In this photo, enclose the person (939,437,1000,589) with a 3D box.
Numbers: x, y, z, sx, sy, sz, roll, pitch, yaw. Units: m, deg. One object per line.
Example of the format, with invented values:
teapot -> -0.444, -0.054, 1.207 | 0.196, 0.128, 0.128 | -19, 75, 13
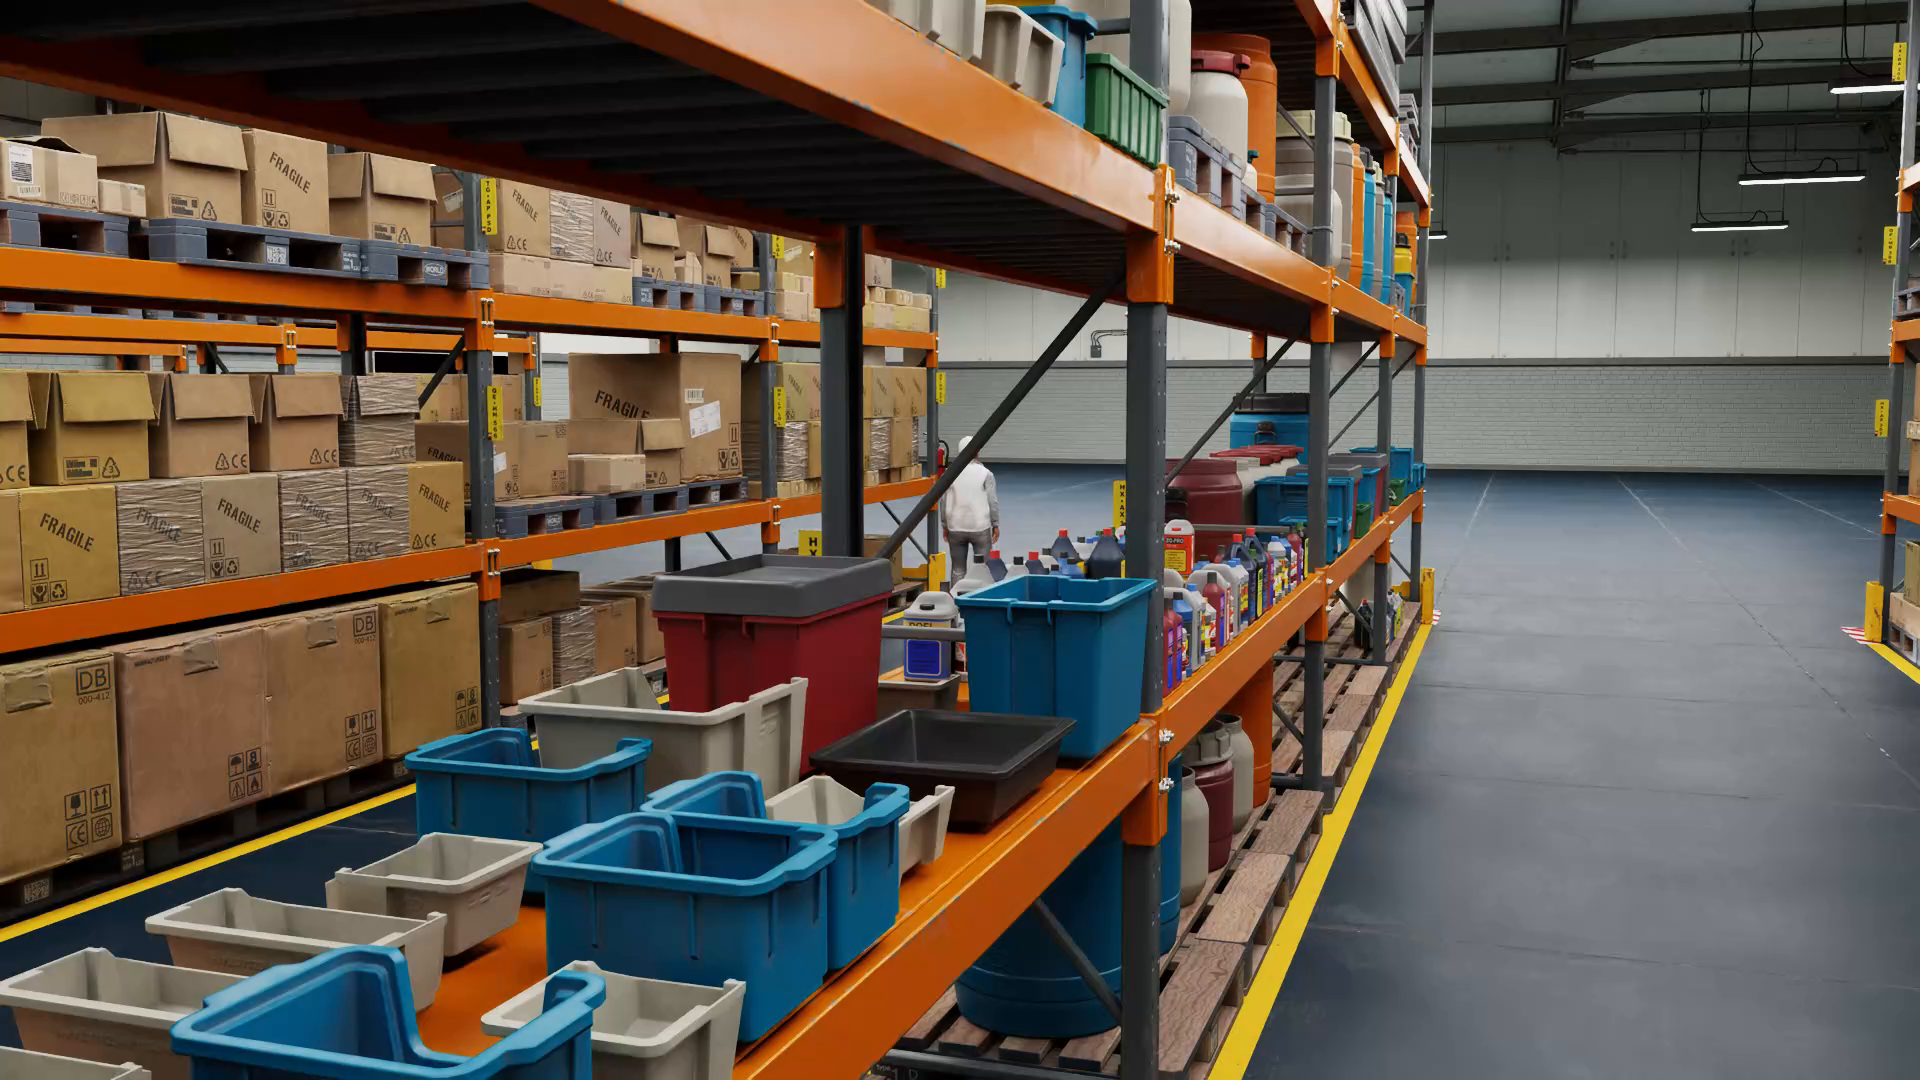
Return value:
person -> 0.097, -0.118, 16.153 | 0.582, 1.769, 0.468 | 1, 5, 14
